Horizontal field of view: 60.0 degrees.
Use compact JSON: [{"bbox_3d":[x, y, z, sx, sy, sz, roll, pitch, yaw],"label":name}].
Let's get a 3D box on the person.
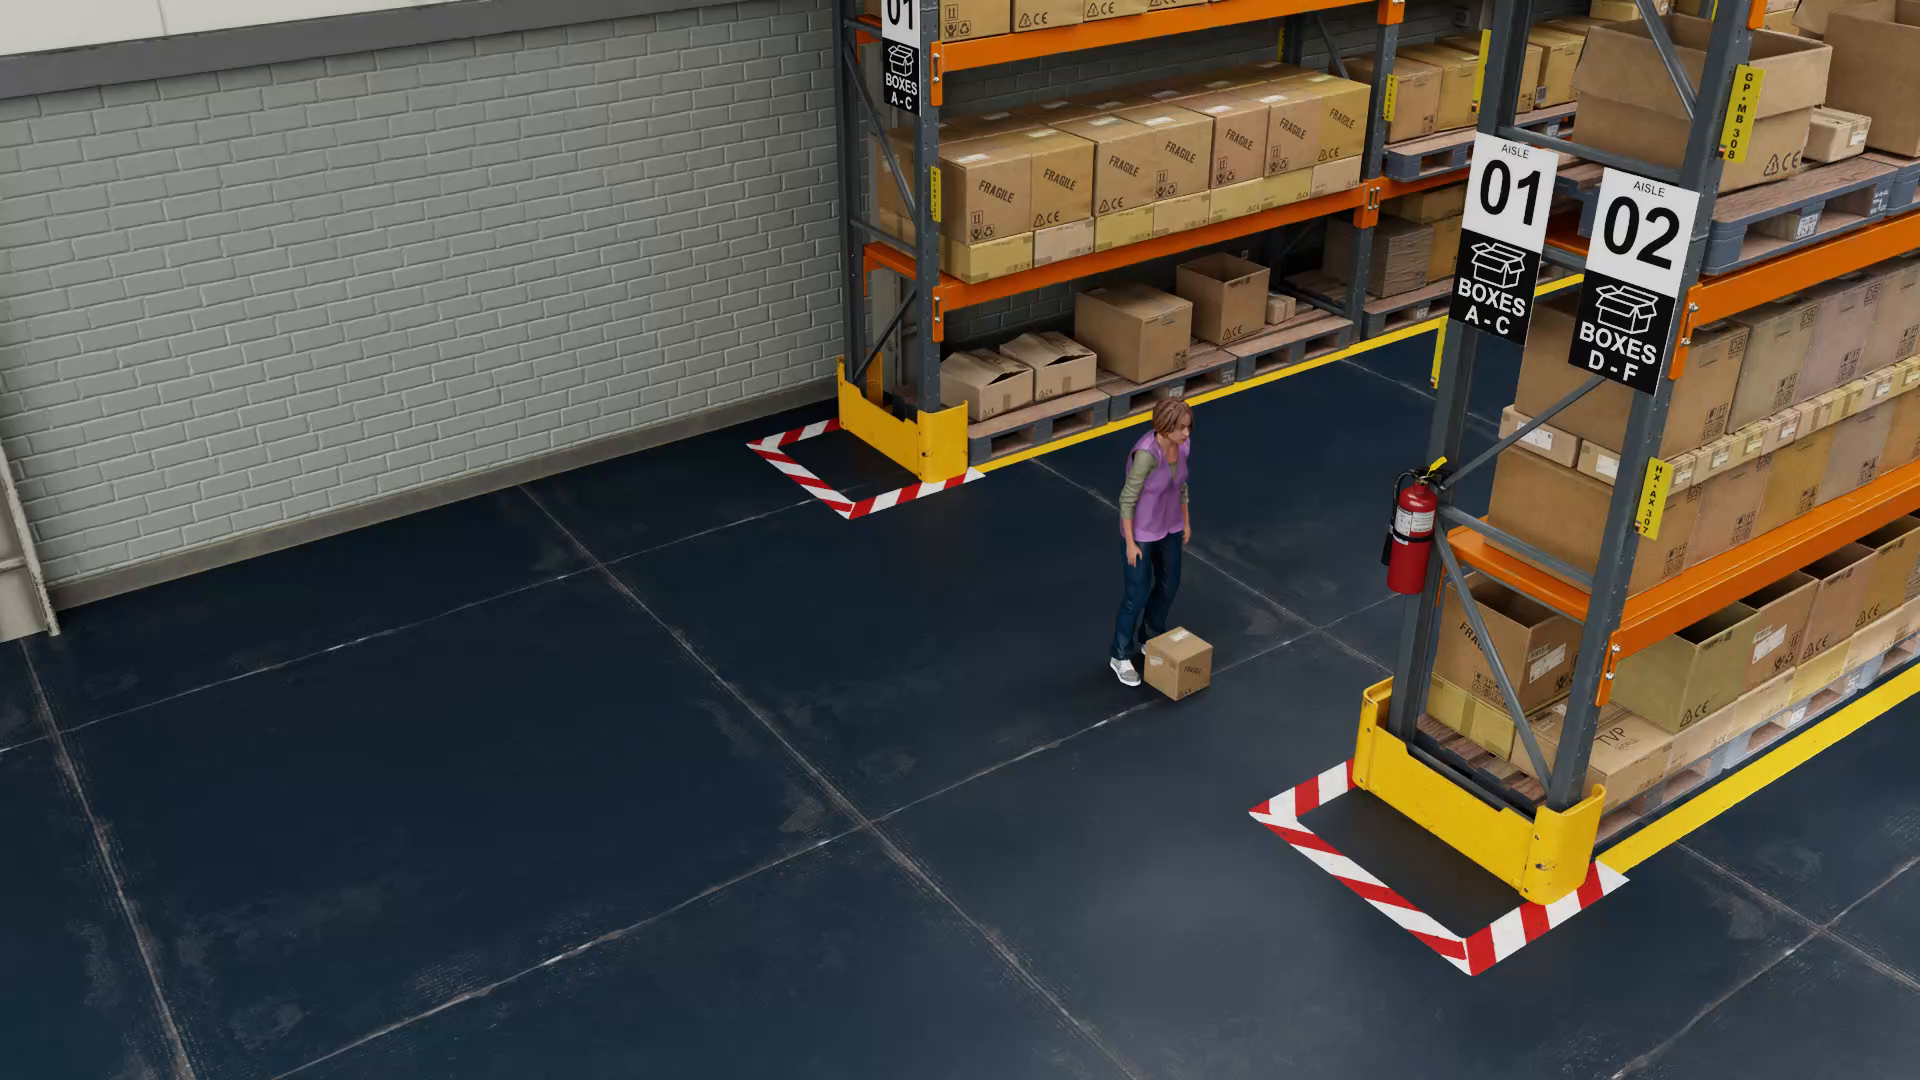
[{"bbox_3d":[1.012,-0.022,8.688,0.485,1.582,0.342,-21,35,-33],"label":"person"}]
